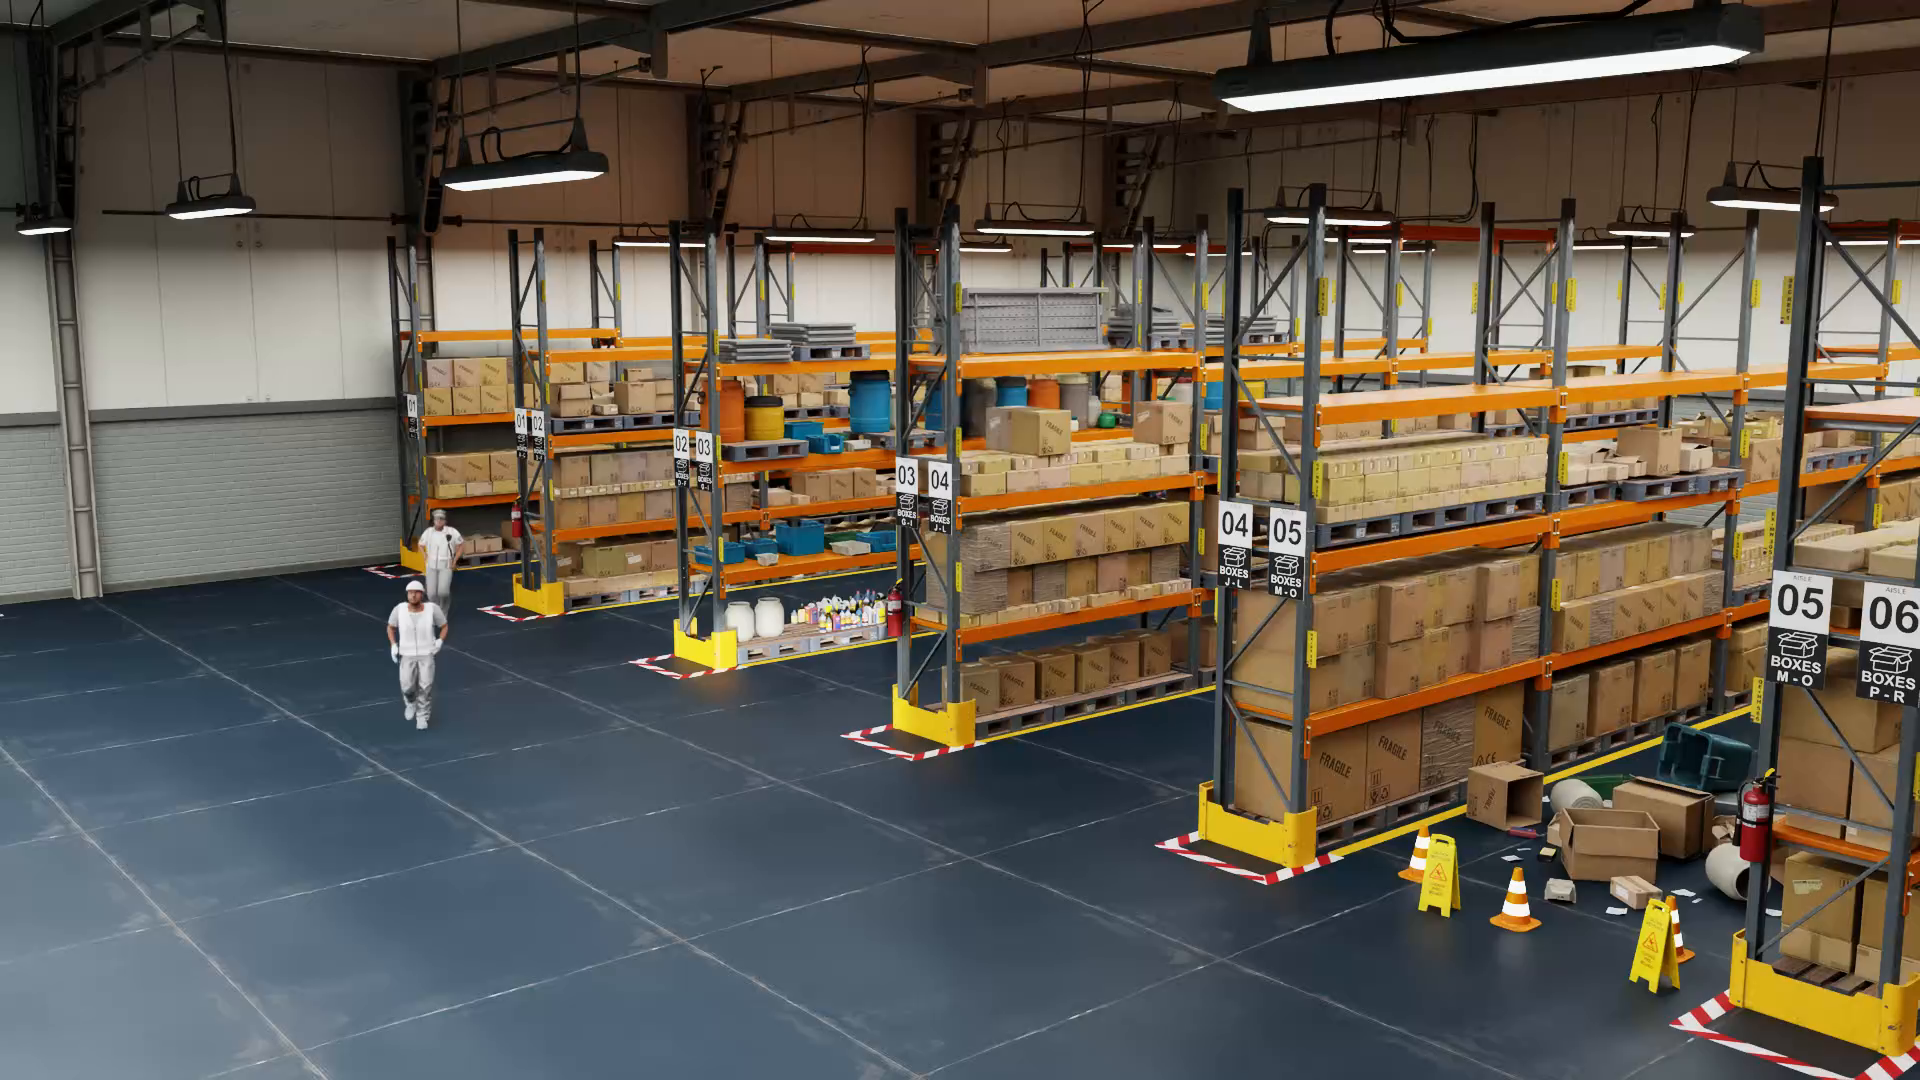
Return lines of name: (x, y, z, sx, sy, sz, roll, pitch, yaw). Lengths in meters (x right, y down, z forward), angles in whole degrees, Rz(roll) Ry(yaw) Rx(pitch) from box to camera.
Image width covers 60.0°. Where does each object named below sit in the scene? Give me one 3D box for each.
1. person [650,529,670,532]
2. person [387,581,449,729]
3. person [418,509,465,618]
person: (-5.397, -0.265, 29.771, 0.600, 1.744, 0.716, -7, 11, -39)
person: (-6.319, 1.333, 19.428, 0.695, 1.746, 0.590, -2, 9, -15)
person: (-7.951, 0.407, 25.414, 0.666, 1.763, 0.594, -1, 9, -4)
